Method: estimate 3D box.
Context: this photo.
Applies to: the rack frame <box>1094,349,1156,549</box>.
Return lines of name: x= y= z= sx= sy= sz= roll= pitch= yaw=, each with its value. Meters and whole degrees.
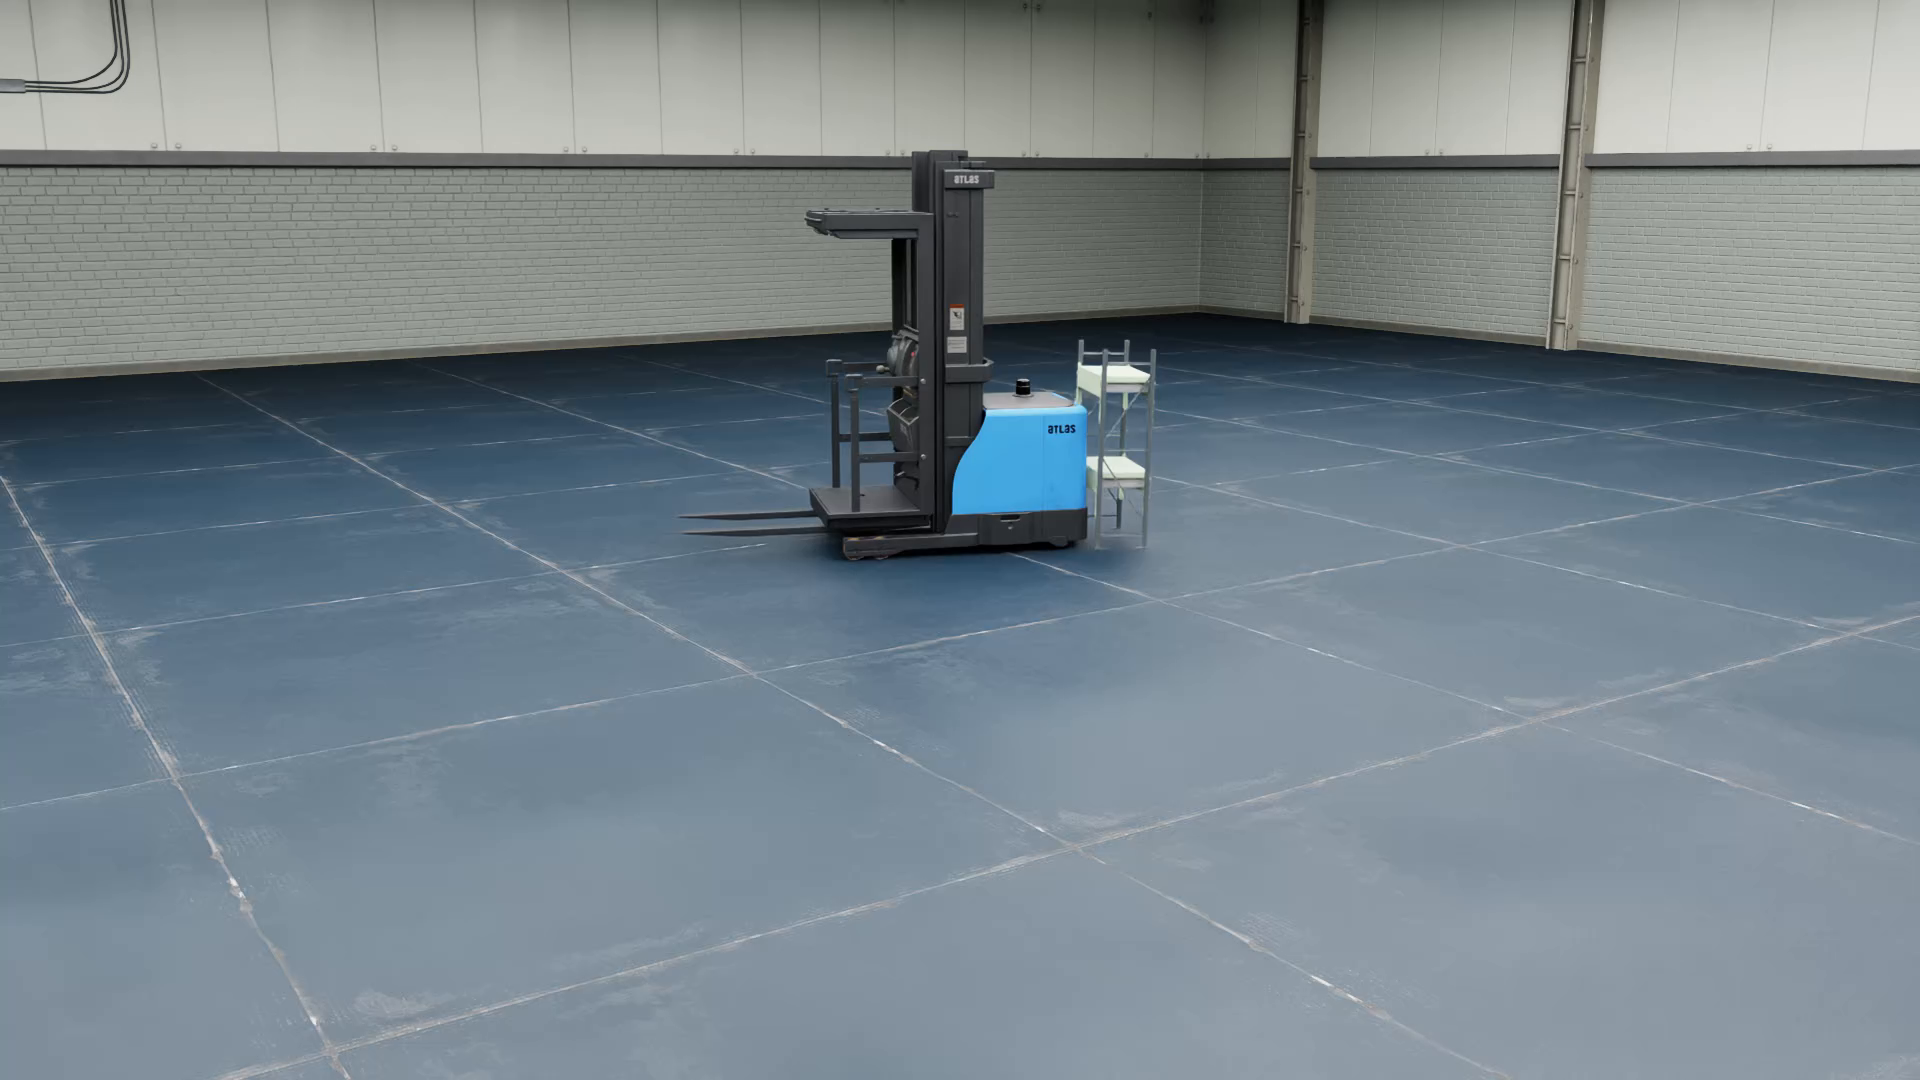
rack frame: x=1.228 y=-0.668 z=12.381 sx=0.400 sy=1.500 sz=0.023 roll=-1 pitch=12 yaw=-10

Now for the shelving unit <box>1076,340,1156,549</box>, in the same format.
shelving unit: x=1.166 y=-0.745 z=12.733 sx=0.431 sy=1.500 sz=0.755 roll=-1 pitch=12 yaw=-10

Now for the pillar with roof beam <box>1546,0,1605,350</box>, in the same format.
pillar with roof beam: x=6.223 y=-7.001 z=23.812 sx=9.100 sy=9.000 sz=0.400 roll=-8 pitch=15 yaw=-33

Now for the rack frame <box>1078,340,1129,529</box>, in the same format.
rack frame: x=1.103 y=-0.822 z=13.085 sx=0.400 sy=1.500 sz=0.023 roll=-1 pitch=12 yaw=-10

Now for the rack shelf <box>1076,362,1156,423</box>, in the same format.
rack shelf: x=1.175 y=-1.127 z=12.651 sx=0.431 sy=0.370 sz=0.720 roll=-1 pitch=12 yaw=-10

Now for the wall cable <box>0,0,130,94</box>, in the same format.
wall cable: x=-12.360 y=-8.312 z=21.846 sx=2.305 sy=6.003 sz=0.169 roll=-8 pitch=15 yaw=-33

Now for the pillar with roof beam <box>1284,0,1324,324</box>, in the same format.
pillar with roof beam: x=2.898 y=-8.068 z=28.691 sx=9.100 sy=9.000 sz=0.400 roll=-8 pitch=15 yaw=-33

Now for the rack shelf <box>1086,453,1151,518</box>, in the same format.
rack shelf: x=1.158 y=-0.427 z=12.802 sx=0.431 sy=0.370 sz=0.720 roll=-1 pitch=12 yaw=-10

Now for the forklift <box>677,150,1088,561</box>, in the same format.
forklift: x=-0.608 y=-1.403 z=12.417 sx=3.031 sy=2.935 sz=1.130 roll=-3 pitch=13 yaw=-12
